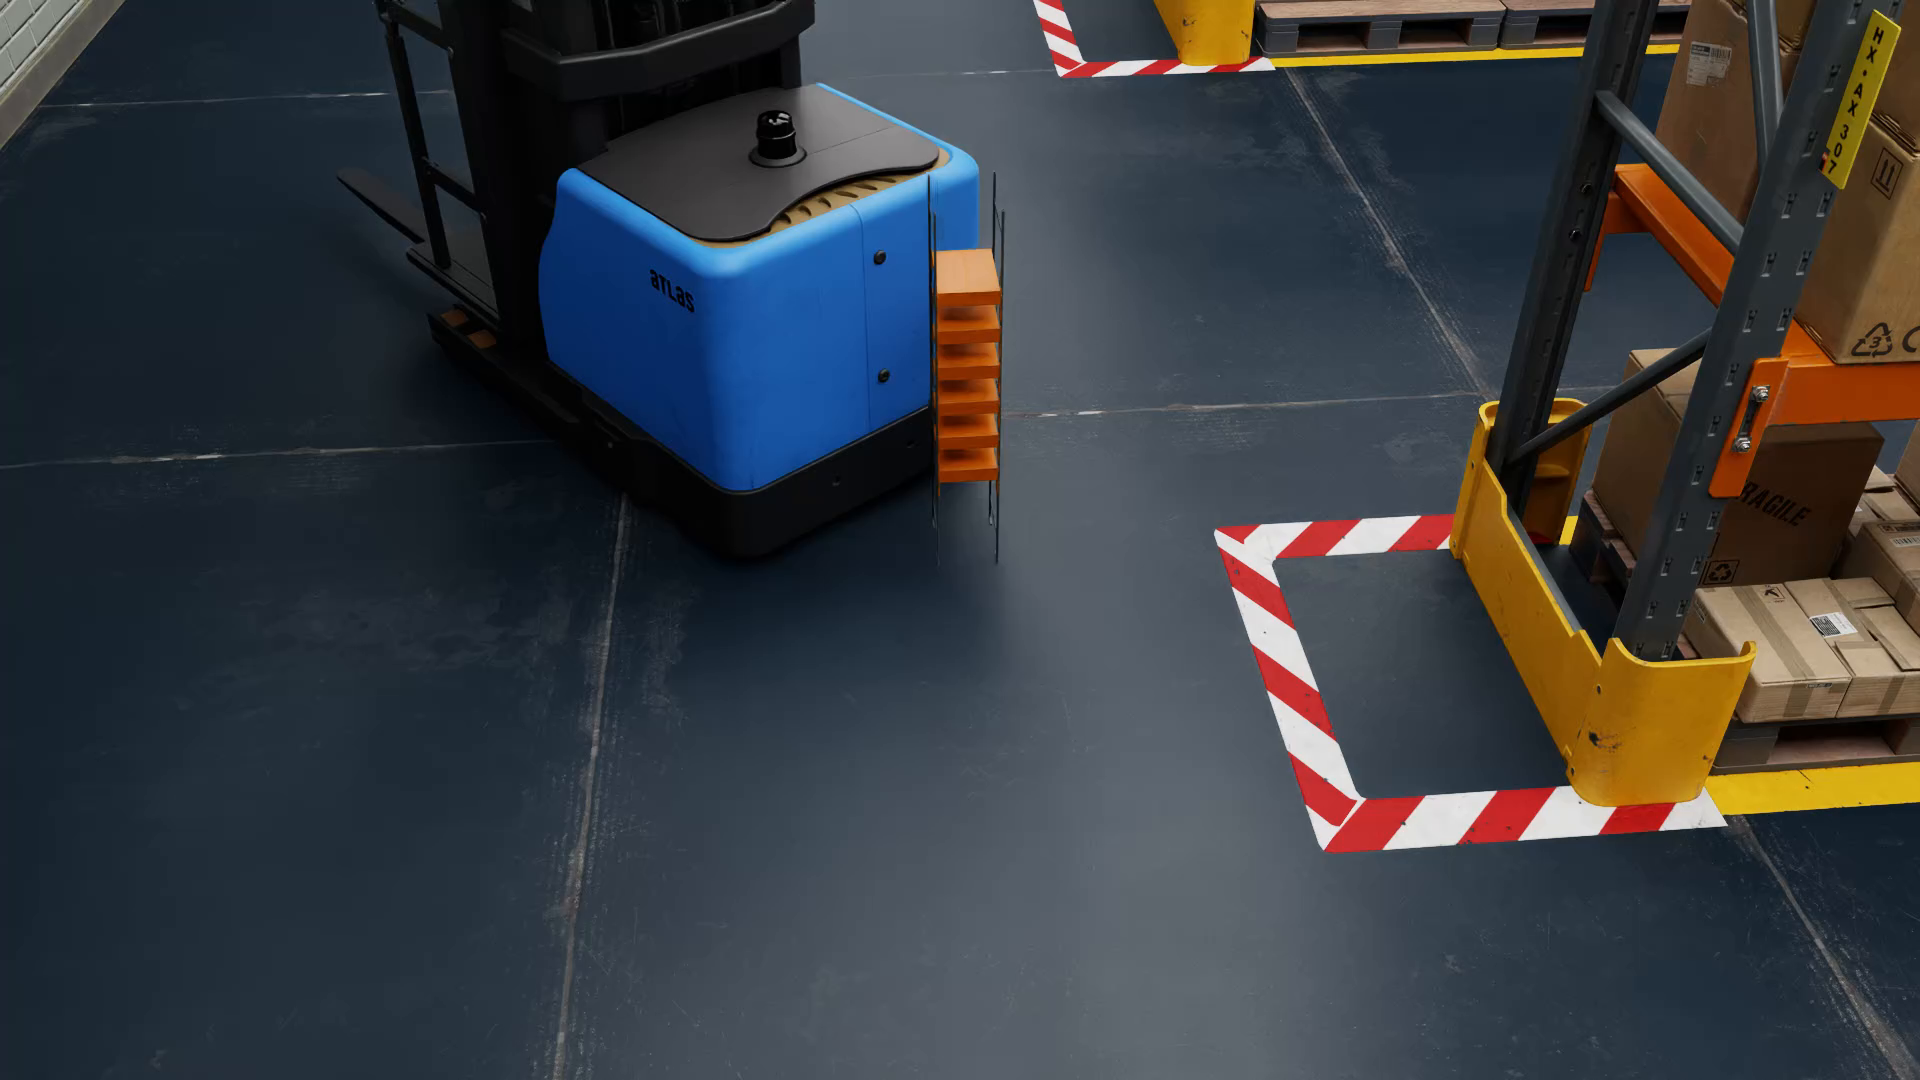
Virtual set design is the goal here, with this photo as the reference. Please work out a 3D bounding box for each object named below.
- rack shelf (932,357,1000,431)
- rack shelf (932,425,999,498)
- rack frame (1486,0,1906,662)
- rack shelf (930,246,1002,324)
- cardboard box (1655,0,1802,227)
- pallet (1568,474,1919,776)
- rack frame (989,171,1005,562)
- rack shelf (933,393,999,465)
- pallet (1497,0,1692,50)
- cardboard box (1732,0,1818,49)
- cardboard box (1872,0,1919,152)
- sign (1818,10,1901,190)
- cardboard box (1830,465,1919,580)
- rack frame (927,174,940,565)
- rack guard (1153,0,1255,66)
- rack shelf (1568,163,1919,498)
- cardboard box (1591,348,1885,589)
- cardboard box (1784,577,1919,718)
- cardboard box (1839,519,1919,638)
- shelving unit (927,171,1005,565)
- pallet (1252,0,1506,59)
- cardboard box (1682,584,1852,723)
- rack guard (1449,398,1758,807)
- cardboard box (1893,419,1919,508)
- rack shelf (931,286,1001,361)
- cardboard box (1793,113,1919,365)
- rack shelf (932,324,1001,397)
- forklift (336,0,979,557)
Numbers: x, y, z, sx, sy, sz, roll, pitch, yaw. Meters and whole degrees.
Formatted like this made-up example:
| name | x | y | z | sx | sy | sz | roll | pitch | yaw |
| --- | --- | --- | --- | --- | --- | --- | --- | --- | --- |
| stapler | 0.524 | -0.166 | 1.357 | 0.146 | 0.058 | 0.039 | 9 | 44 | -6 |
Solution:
| name | x | y | z | sx | sy | sz | roll | pitch | yaw |
| --- | --- | --- | --- | --- | --- | --- | --- | --- | --- |
| rack shelf | 0.014 | -0.437 | 4.907 | 0.180 | 0.103 | 0.258 | -3 | 38 | -4 |
| rack shelf | 0.014 | -0.249 | 5.056 | 0.180 | 0.103 | 0.258 | -3 | 38 | -4 |
| rack frame | 1.678 | -0.839 | 3.892 | 0.127 | 3.000 | 1.000 | -3 | 38 | -4 |
| rack shelf | 0.014 | -0.720 | 4.684 | 0.180 | 0.103 | 0.258 | -3 | 38 | -4 |
| cardboard box | 2.100 | -1.071 | 4.105 | 0.500 | 0.500 | 0.500 | -2 | 38 | -3 |
| pallet | 2.548 | 0.207 | 4.818 | 1.213 | 0.211 | 1.003 | -3 | 38 | -4 |
| rack frame | 0.106 | -0.477 | 4.886 | 0.006 | 1.200 | 0.240 | -3 | 38 | -4 |
| rack shelf | 0.014 | -0.343 | 4.981 | 0.180 | 0.103 | 0.258 | -3 | 38 | -4 |
| pallet | 3.281 | -2.887 | 8.739 | 1.213 | 0.211 | 1.003 | -3 | 38 | -4 |
| cardboard box | 2.097 | -1.465 | 3.798 | 0.500 | 0.500 | 0.500 | -3 | 38 | -4 |
| cardboard box | 2.144 | -1.133 | 3.376 | 0.500 | 0.500 | 0.500 | -2 | 38 | -3 |
| sign | 1.727 | -0.845 | 3.200 | 0.005 | 0.325 | 0.100 | -3 | 38 | -4 |
| cardboard box | 2.609 | -0.048 | 4.822 | 0.250 | 0.166 | 0.380 | -3 | 38 | -4 |
| rack frame | -0.077 | -0.467 | 4.873 | 0.006 | 1.200 | 0.240 | -3 | 38 | -4 |
| rack guard | 1.221 | -2.905 | 8.528 | 0.348 | 0.500 | 1.175 | -3 | 38 | -4 |
| rack shelf | 3.670 | -0.667 | 4.254 | 4.000 | 0.370 | 1.077 | -3 | 38 | -4 |
| cardboard box | 2.198 | -0.213 | 4.761 | 0.500 | 0.500 | 0.500 | -3 | 38 | -4 |
| cardboard box | 2.375 | 0.275 | 4.411 | 0.250 | 0.166 | 0.380 | -3 | 38 | -4 |
| cardboard box | 2.743 | 0.185 | 4.459 | 0.500 | 0.250 | 0.500 | -3 | 38 | -4 |
| shelving unit | 0.014 | -0.472 | 4.879 | 0.189 | 1.200 | 0.258 | -3 | 38 | -4 |
| pallet | 2.068 | -2.822 | 8.657 | 1.213 | 0.211 | 1.003 | -3 | 38 | -4 |
| cardboard box | 2.126 | 0.296 | 4.400 | 0.250 | 0.149 | 0.380 | -3 | 38 | -4 |
| rack guard | 1.754 | 0.138 | 4.672 | 0.348 | 0.500 | 1.175 | -3 | 38 | -4 |
| cardboard box | 3.147 | -0.148 | 4.881 | 0.500 | 0.250 | 0.500 | -3 | 38 | -4 |
| rack shelf | 0.014 | -0.625 | 4.758 | 0.180 | 0.103 | 0.258 | -3 | 38 | -4 |
| cardboard box | 2.144 | -0.740 | 3.686 | 0.500 | 0.500 | 0.500 | -2 | 38 | -3 |
| rack shelf | 0.014 | -0.531 | 4.833 | 0.180 | 0.103 | 0.258 | -3 | 38 | -4 |
| forklift | -1.288 | -1.927 | 5.326 | 1.130 | 2.935 | 3.031 | -29 | 47 | -32 |
